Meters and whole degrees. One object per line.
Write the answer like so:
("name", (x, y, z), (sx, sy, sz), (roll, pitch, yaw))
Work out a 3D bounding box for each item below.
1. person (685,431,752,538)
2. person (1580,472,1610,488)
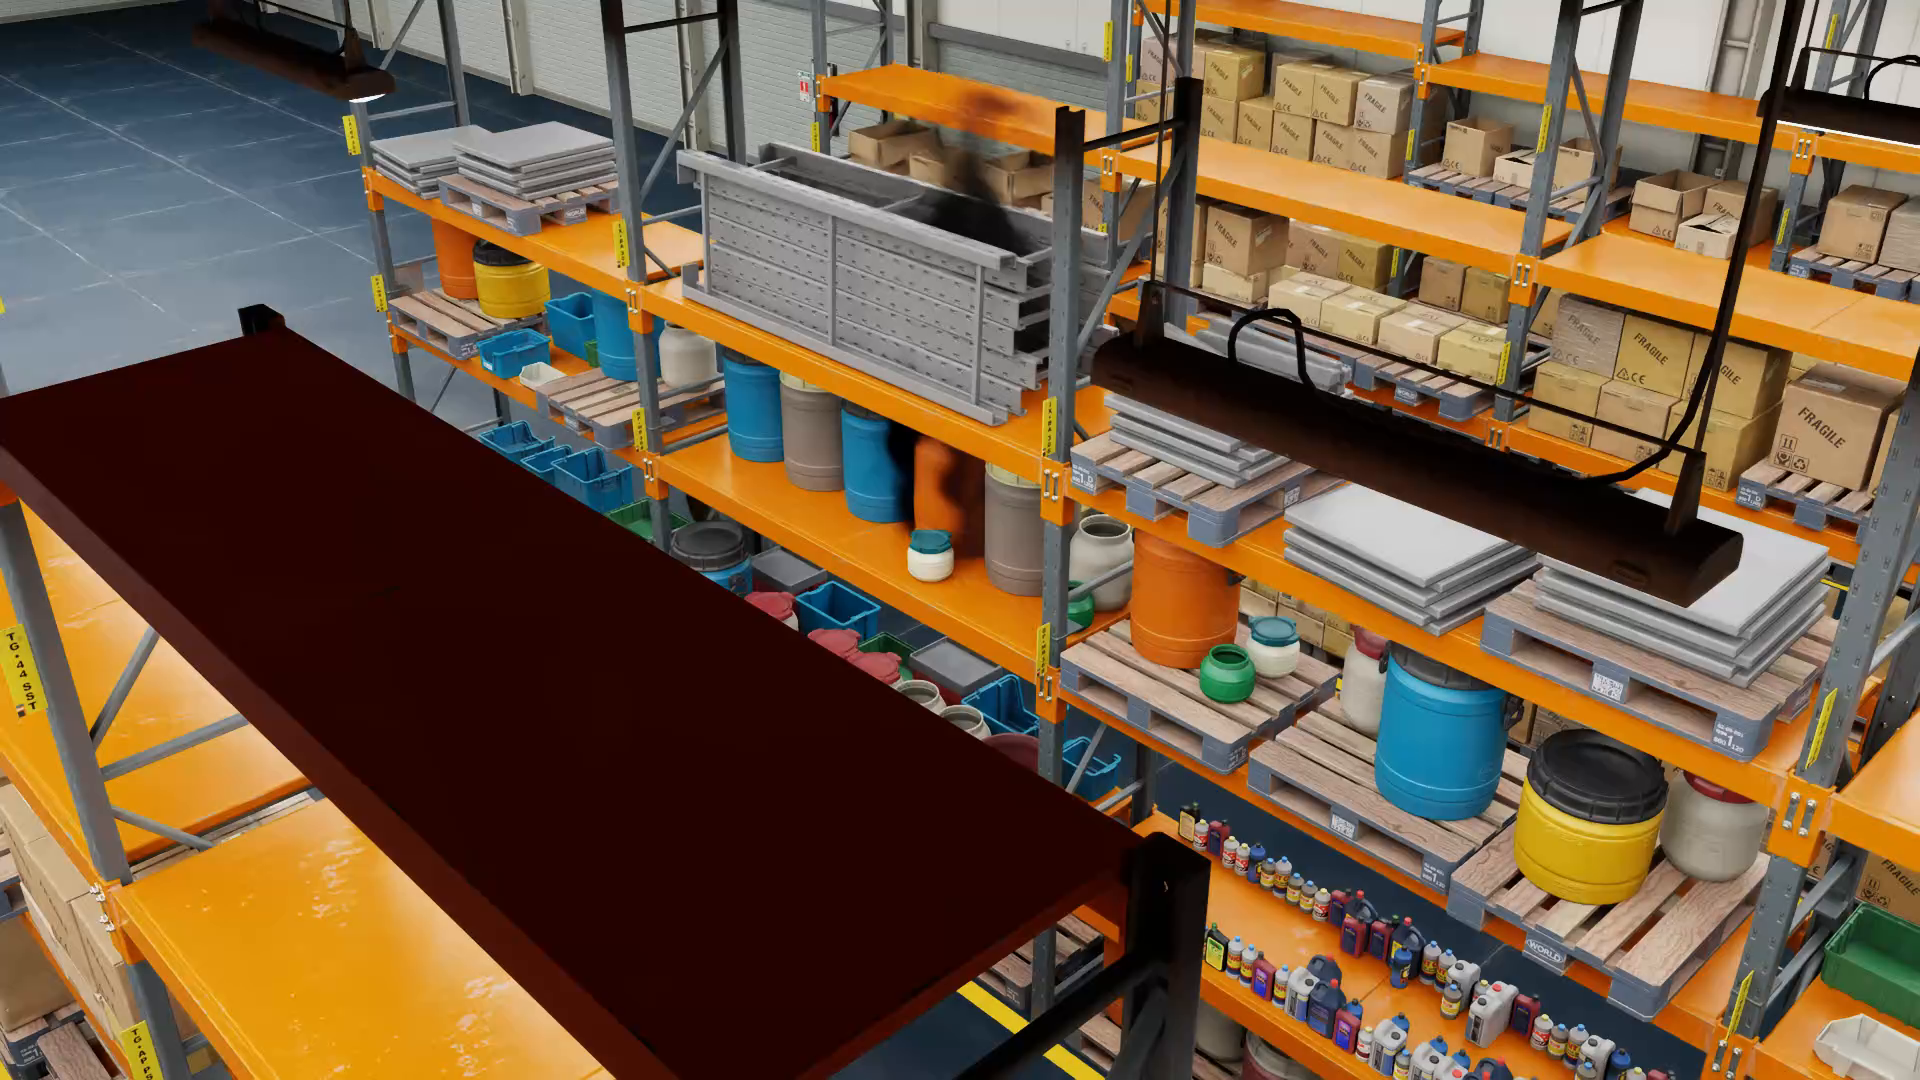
("person", (-2.403, -0.769, 16.433), (0.907, 1.835, 0.640), (10, 30, 18))
("person", (5.552, 0.071, 14.913), (0.904, 1.688, 0.559), (19, 34, 31))
